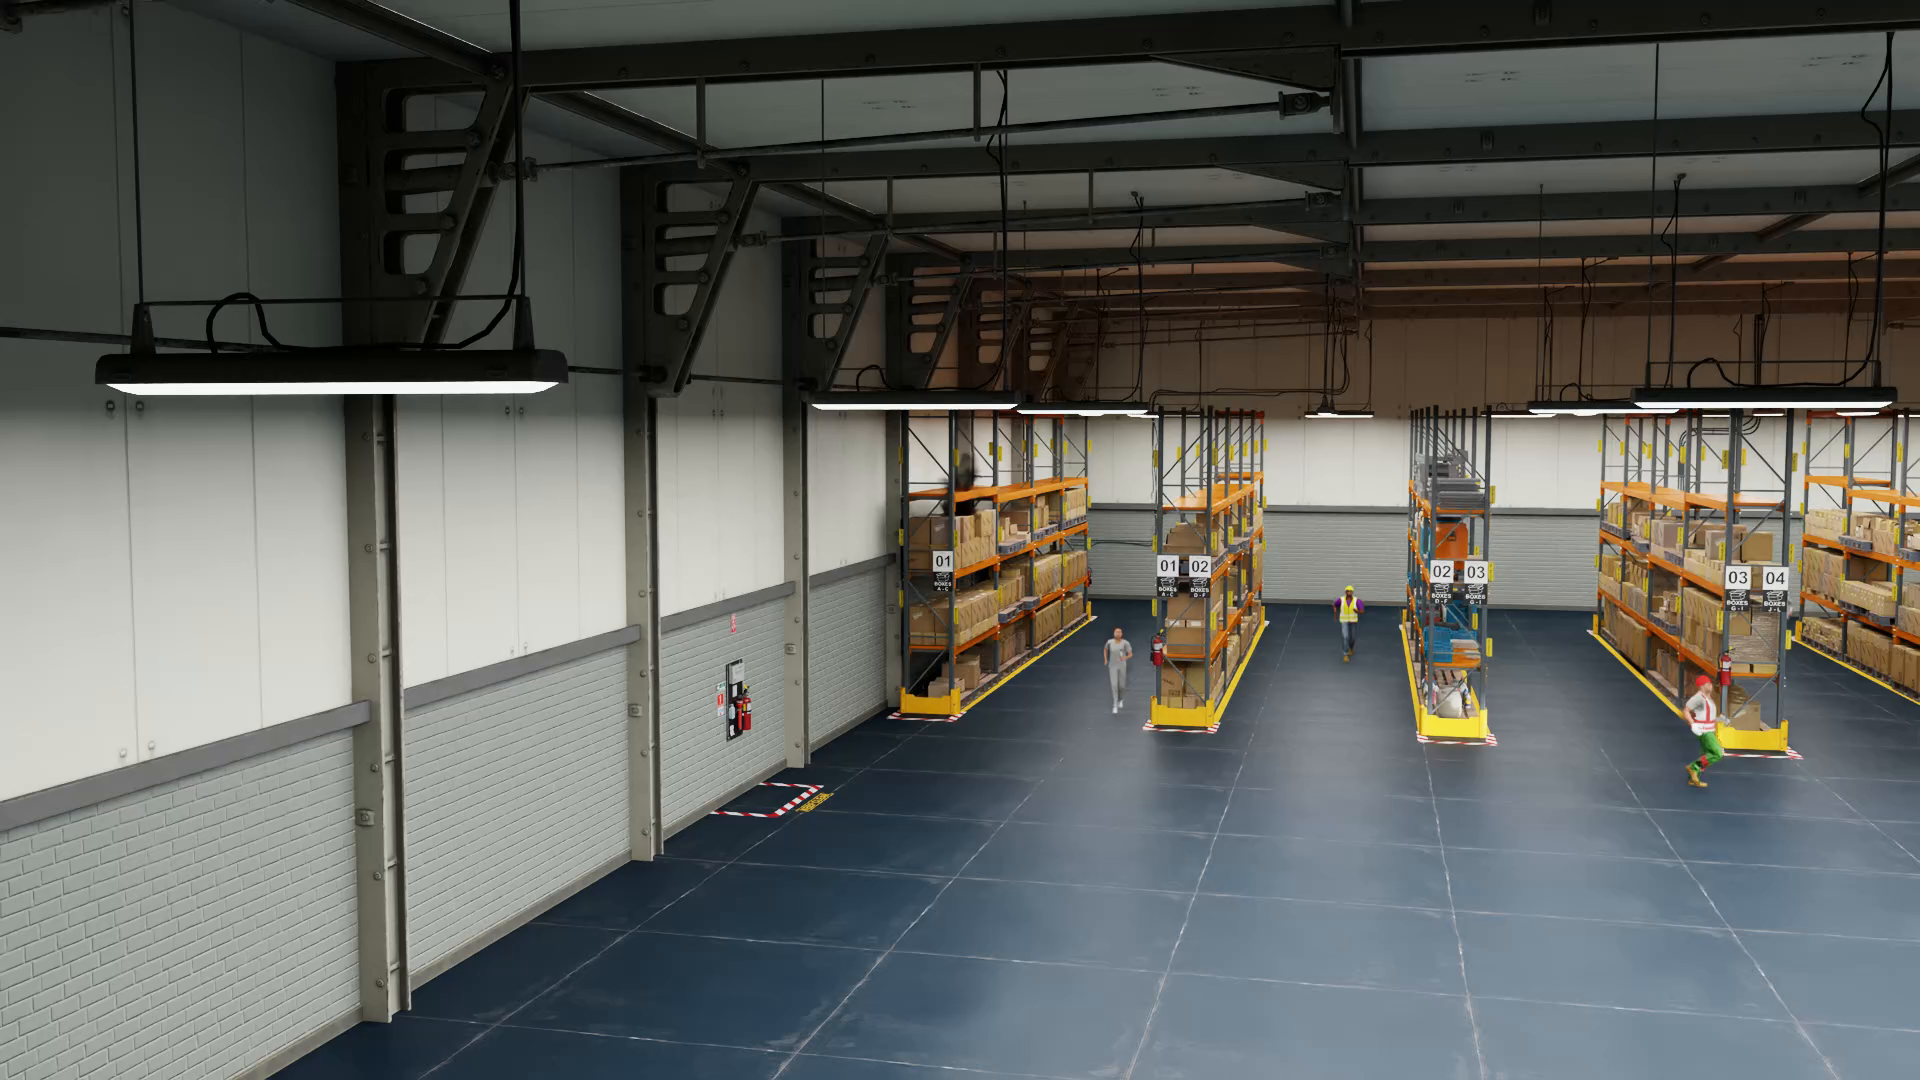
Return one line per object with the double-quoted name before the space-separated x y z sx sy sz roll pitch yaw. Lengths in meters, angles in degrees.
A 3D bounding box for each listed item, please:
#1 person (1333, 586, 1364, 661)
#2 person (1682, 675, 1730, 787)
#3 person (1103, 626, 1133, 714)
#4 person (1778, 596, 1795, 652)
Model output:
"person" 9.284 1.964 39.707 0.699 1.756 0.987 1 4 9
"person" 11.639 2.985 25.887 0.597 1.744 0.646 3 5 39
"person" 3.078 2.501 32.409 0.569 1.657 0.881 0 4 5
"person" 20.111 1.939 40.788 0.657 1.746 0.631 1 4 13
